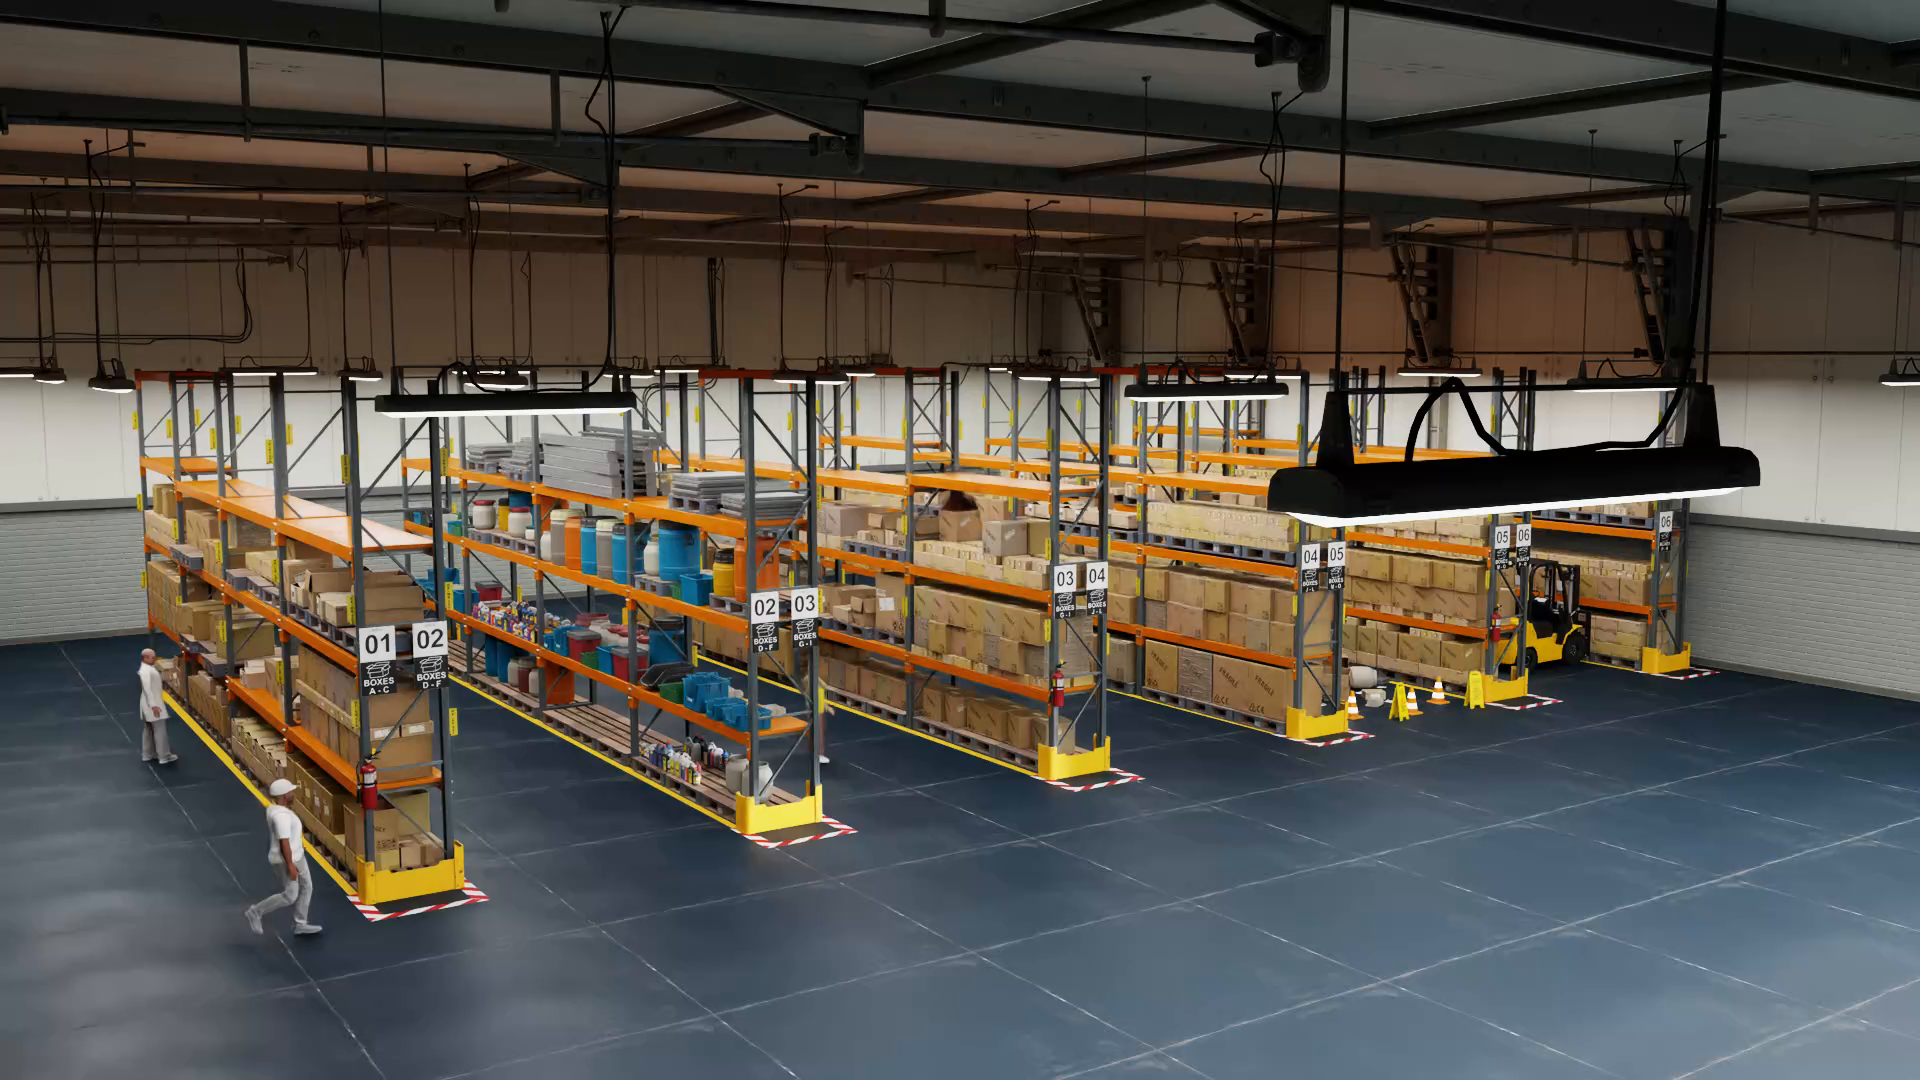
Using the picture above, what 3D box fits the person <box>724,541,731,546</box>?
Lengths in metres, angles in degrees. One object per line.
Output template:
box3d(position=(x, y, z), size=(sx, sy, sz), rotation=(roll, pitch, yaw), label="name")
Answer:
box3d(position=(-5.773, 0.820, 41.476), size=(0.602, 1.596, 1.006), rotation=(-4, 8, -33), label="person")

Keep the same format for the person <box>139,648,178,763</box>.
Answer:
box3d(position=(-12.394, 2.546, 25.663), size=(0.490, 1.773, 0.640), rotation=(-5, 8, -39), label="person")

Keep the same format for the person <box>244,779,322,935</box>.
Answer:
box3d(position=(-7.340, 3.441, 17.985), size=(0.742, 1.738, 0.585), rotation=(0, 6, -1), label="person")

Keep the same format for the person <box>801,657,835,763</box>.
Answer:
box3d(position=(-2.185, 2.630, 25.728), size=(0.528, 1.701, 0.539), rotation=(0, 6, 1), label="person")
